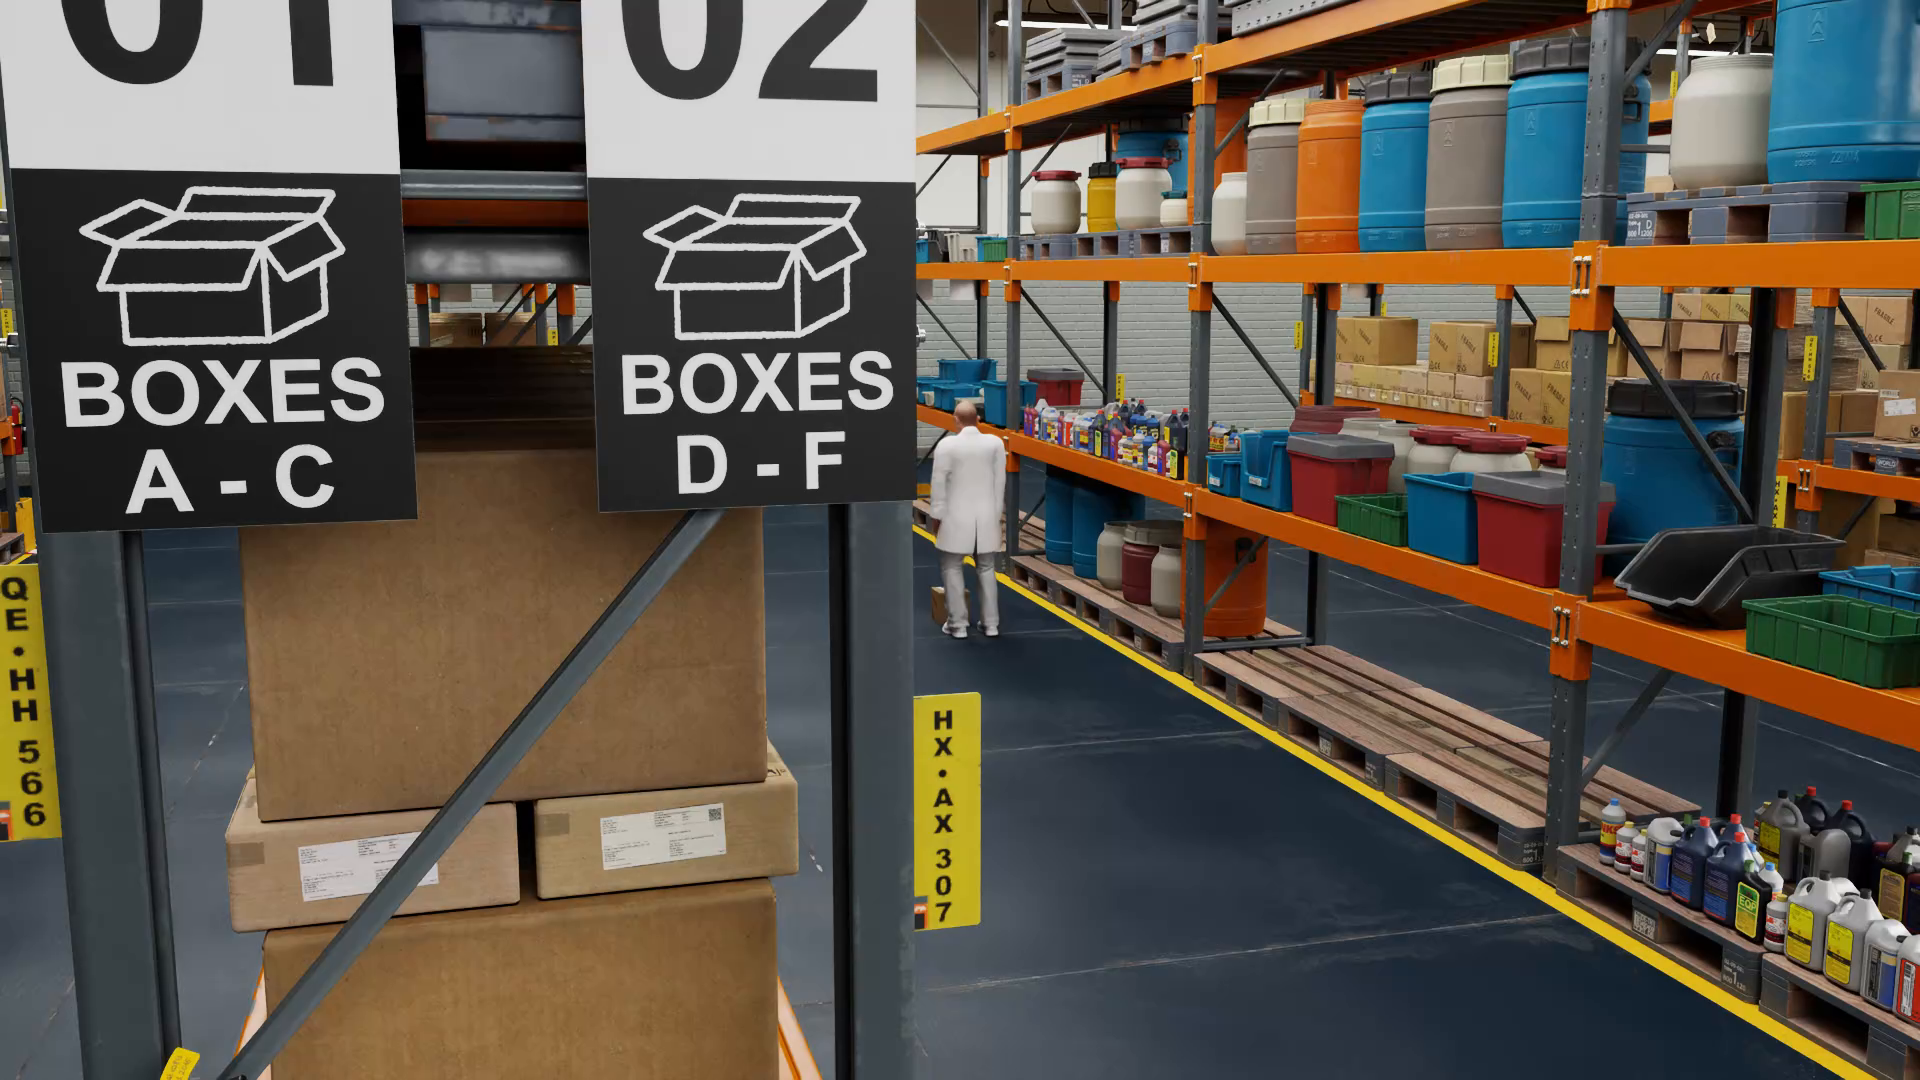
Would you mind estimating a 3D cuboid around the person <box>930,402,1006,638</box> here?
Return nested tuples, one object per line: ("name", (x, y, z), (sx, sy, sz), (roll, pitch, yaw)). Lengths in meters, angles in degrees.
("person", (0.052, -0.150, 12.453), (0.572, 1.757, 0.378), (-2, 9, -15))
